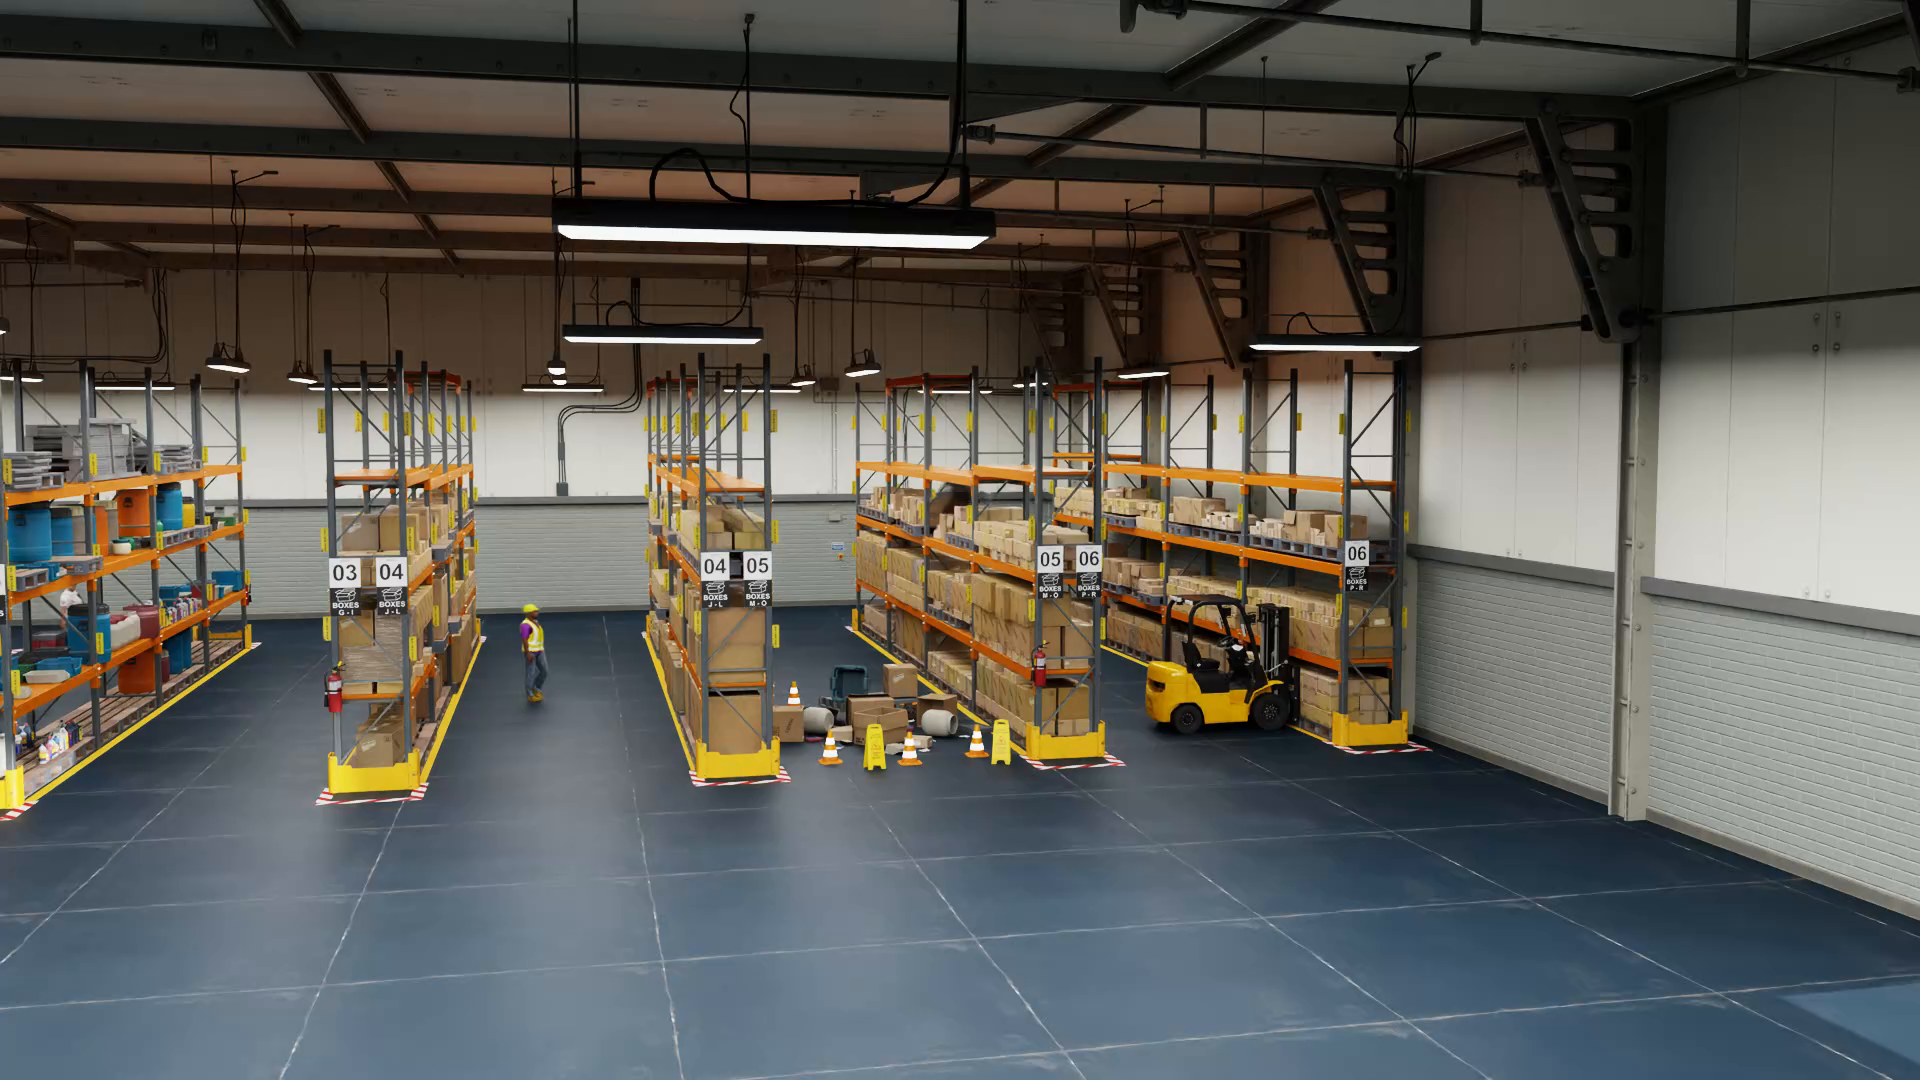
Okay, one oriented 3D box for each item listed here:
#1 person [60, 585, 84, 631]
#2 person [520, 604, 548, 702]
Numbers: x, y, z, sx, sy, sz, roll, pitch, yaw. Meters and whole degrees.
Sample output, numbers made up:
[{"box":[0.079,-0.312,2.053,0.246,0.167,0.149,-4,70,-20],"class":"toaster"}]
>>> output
[{"box":[-18.918,1.667,35.373,0.941,1.732,0.502,-3,5,-40],"class":"person"},{"box":[-7.721,2.038,30.100,0.440,1.775,0.620,2,4,26],"class":"person"}]
